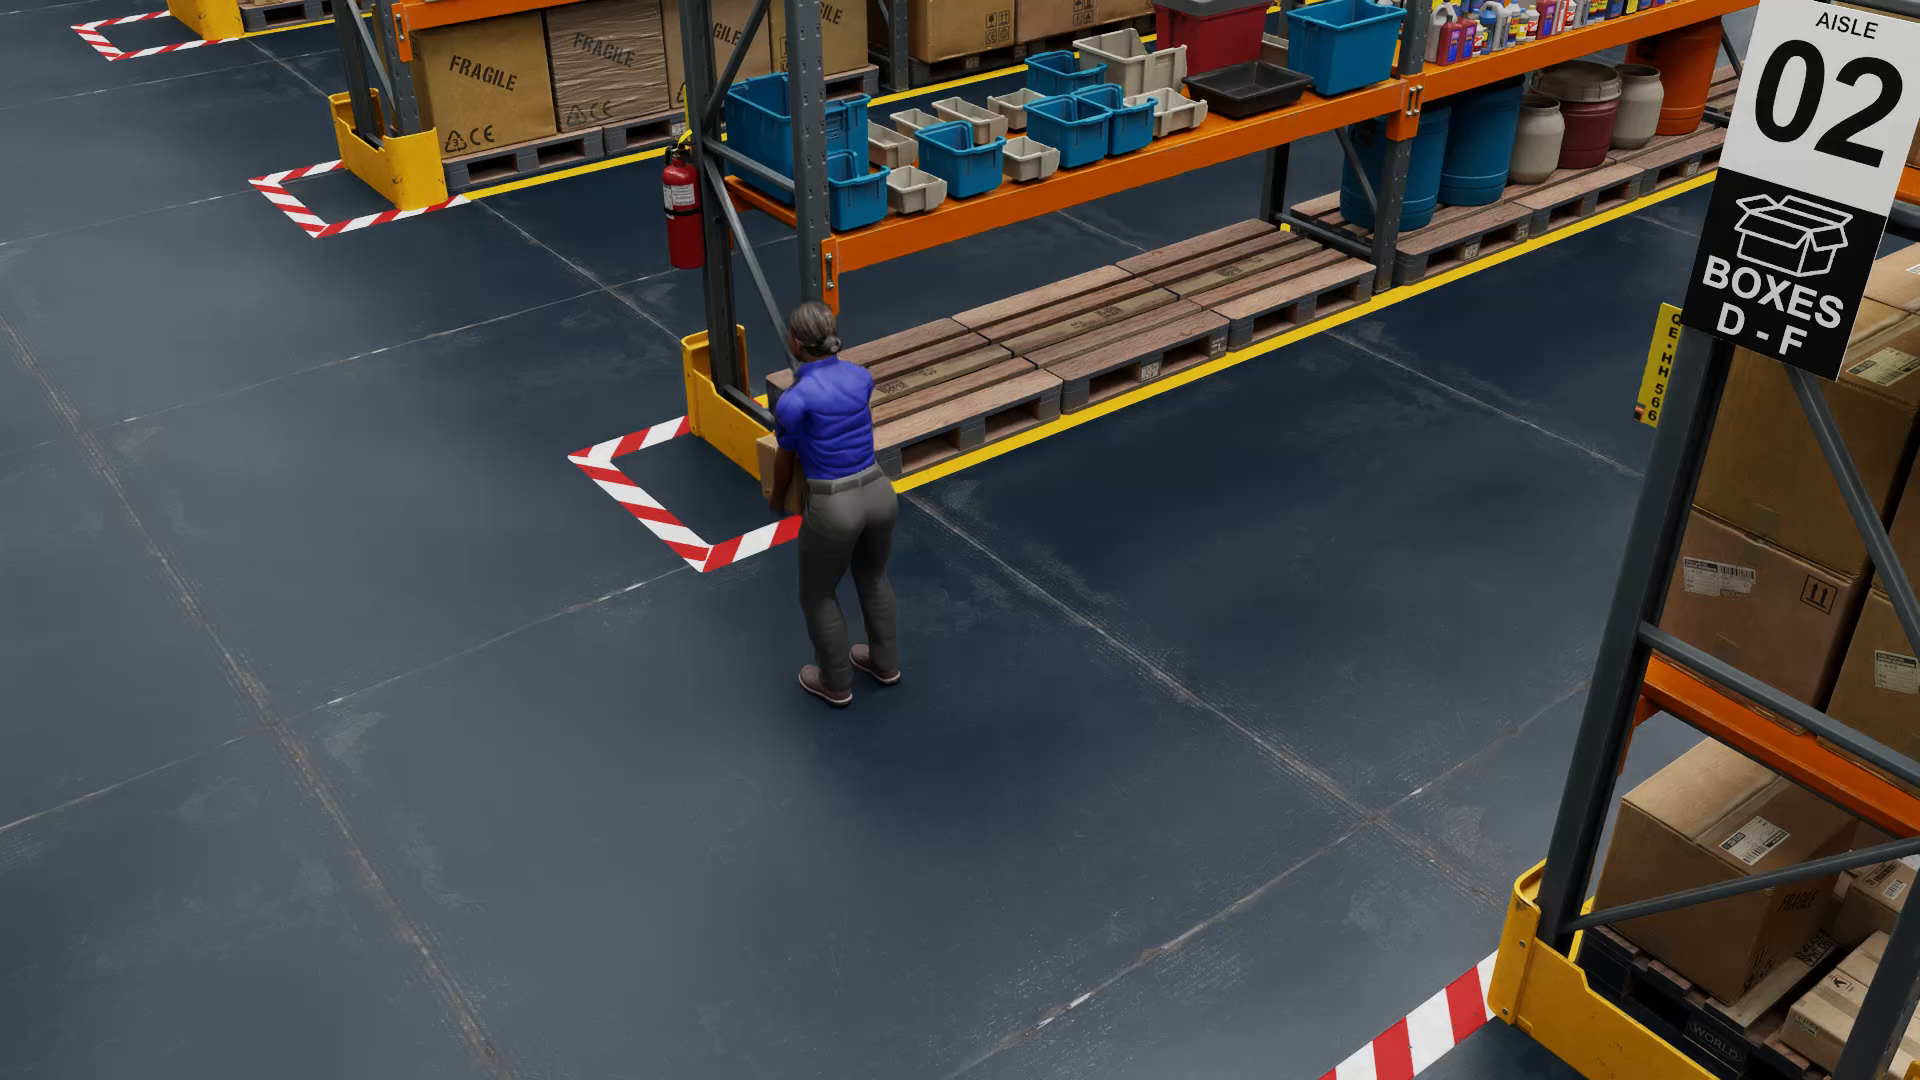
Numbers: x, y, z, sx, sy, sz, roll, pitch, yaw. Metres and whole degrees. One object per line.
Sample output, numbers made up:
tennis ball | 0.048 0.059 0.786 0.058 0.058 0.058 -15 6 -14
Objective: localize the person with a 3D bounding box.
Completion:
person | -0.505 -0.147 6.403 0.410 1.637 0.538 -23 39 -32
